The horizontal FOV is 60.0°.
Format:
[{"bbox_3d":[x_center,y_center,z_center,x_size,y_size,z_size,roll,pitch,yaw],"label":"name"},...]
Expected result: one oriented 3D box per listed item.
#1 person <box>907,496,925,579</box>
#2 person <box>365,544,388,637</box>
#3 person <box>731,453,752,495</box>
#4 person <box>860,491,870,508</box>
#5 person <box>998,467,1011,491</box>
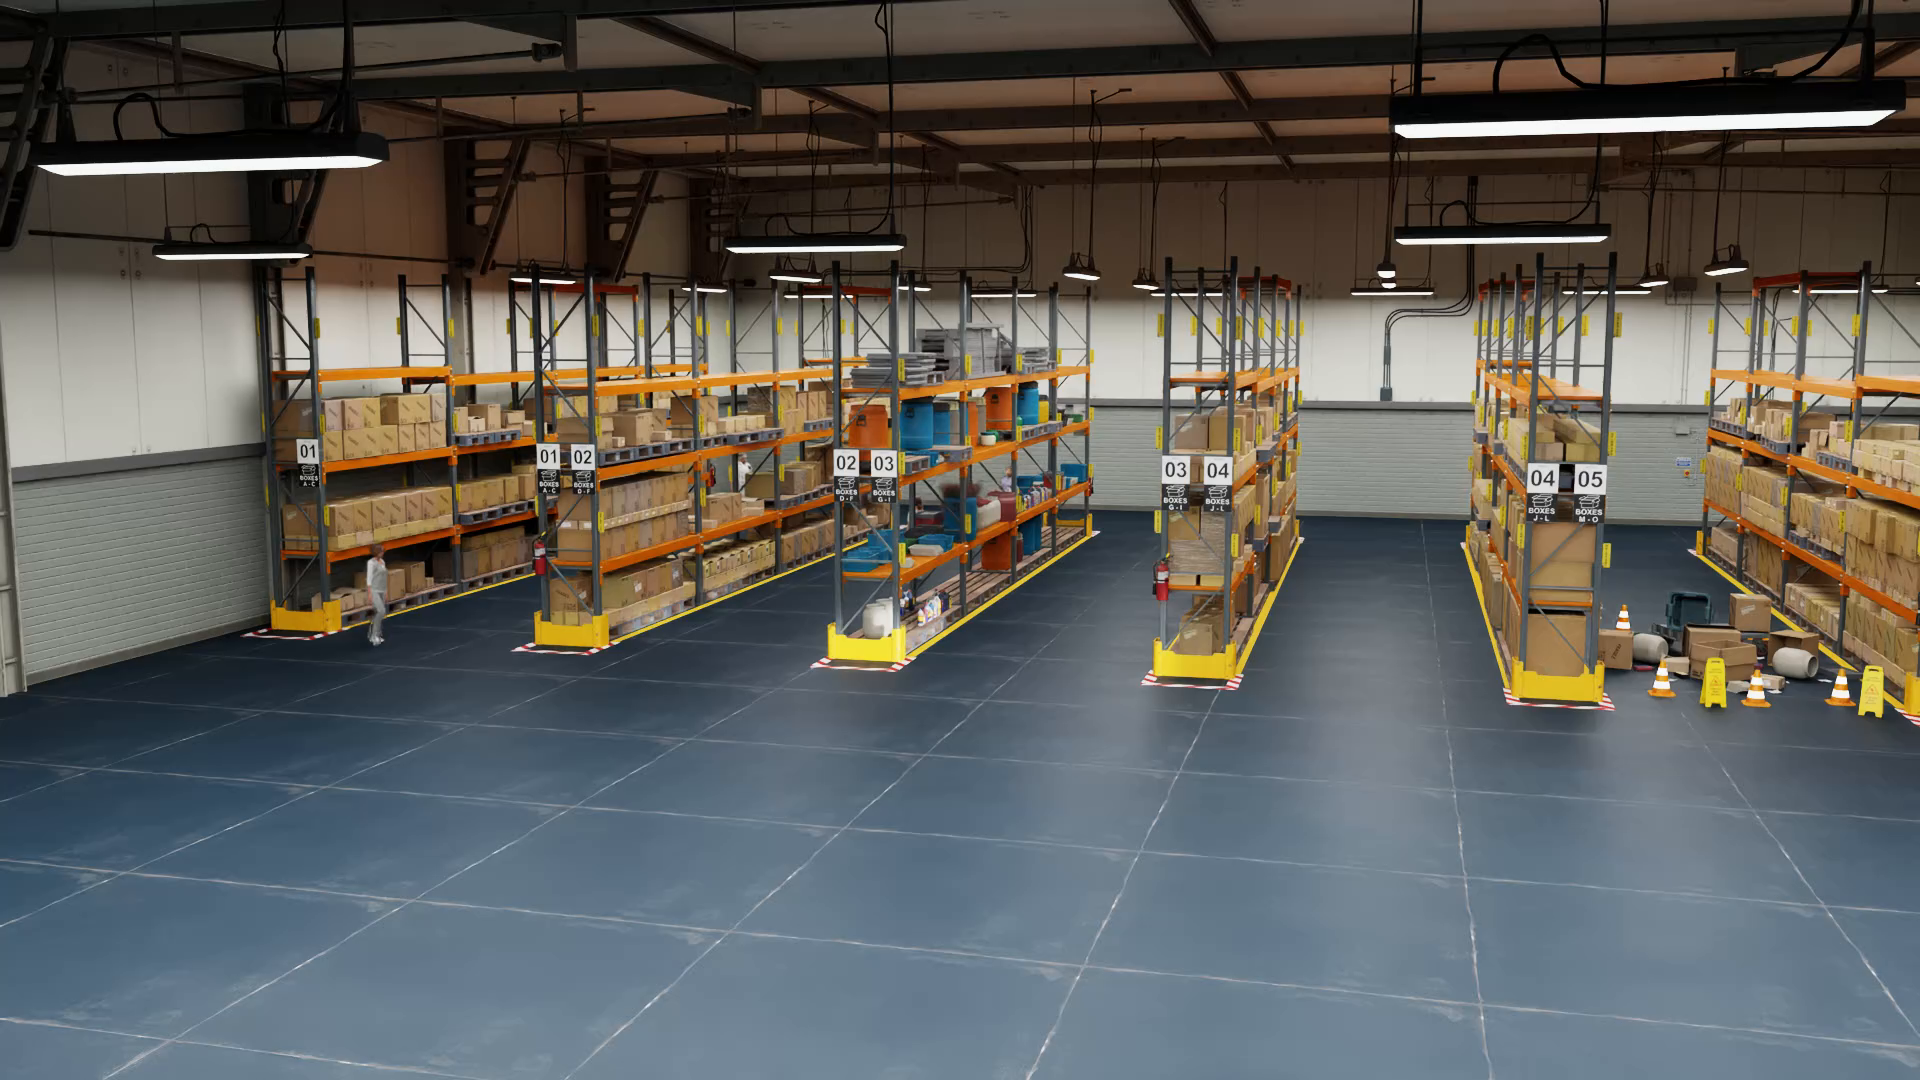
[{"bbox_3d":[-0.827,-0.035,33.155,0.460,1.671,0.555,-5,9,-32],"label":"person"},{"bbox_3d":[-9.276,0.815,26.441,0.448,1.520,0.452,2,8,15],"label":"person"},{"bbox_3d":[-5.677,-1.394,43.639,0.453,1.796,0.606,7,10,43],"label":"person"},{"bbox_3d":[-2.538,-1.362,43.561,1.088,1.671,0.526,-7,10,-44],"label":"person"},{"bbox_3d":[1.195,-1.023,41.140,0.477,1.562,1.018,6,9,40],"label":"person"}]
